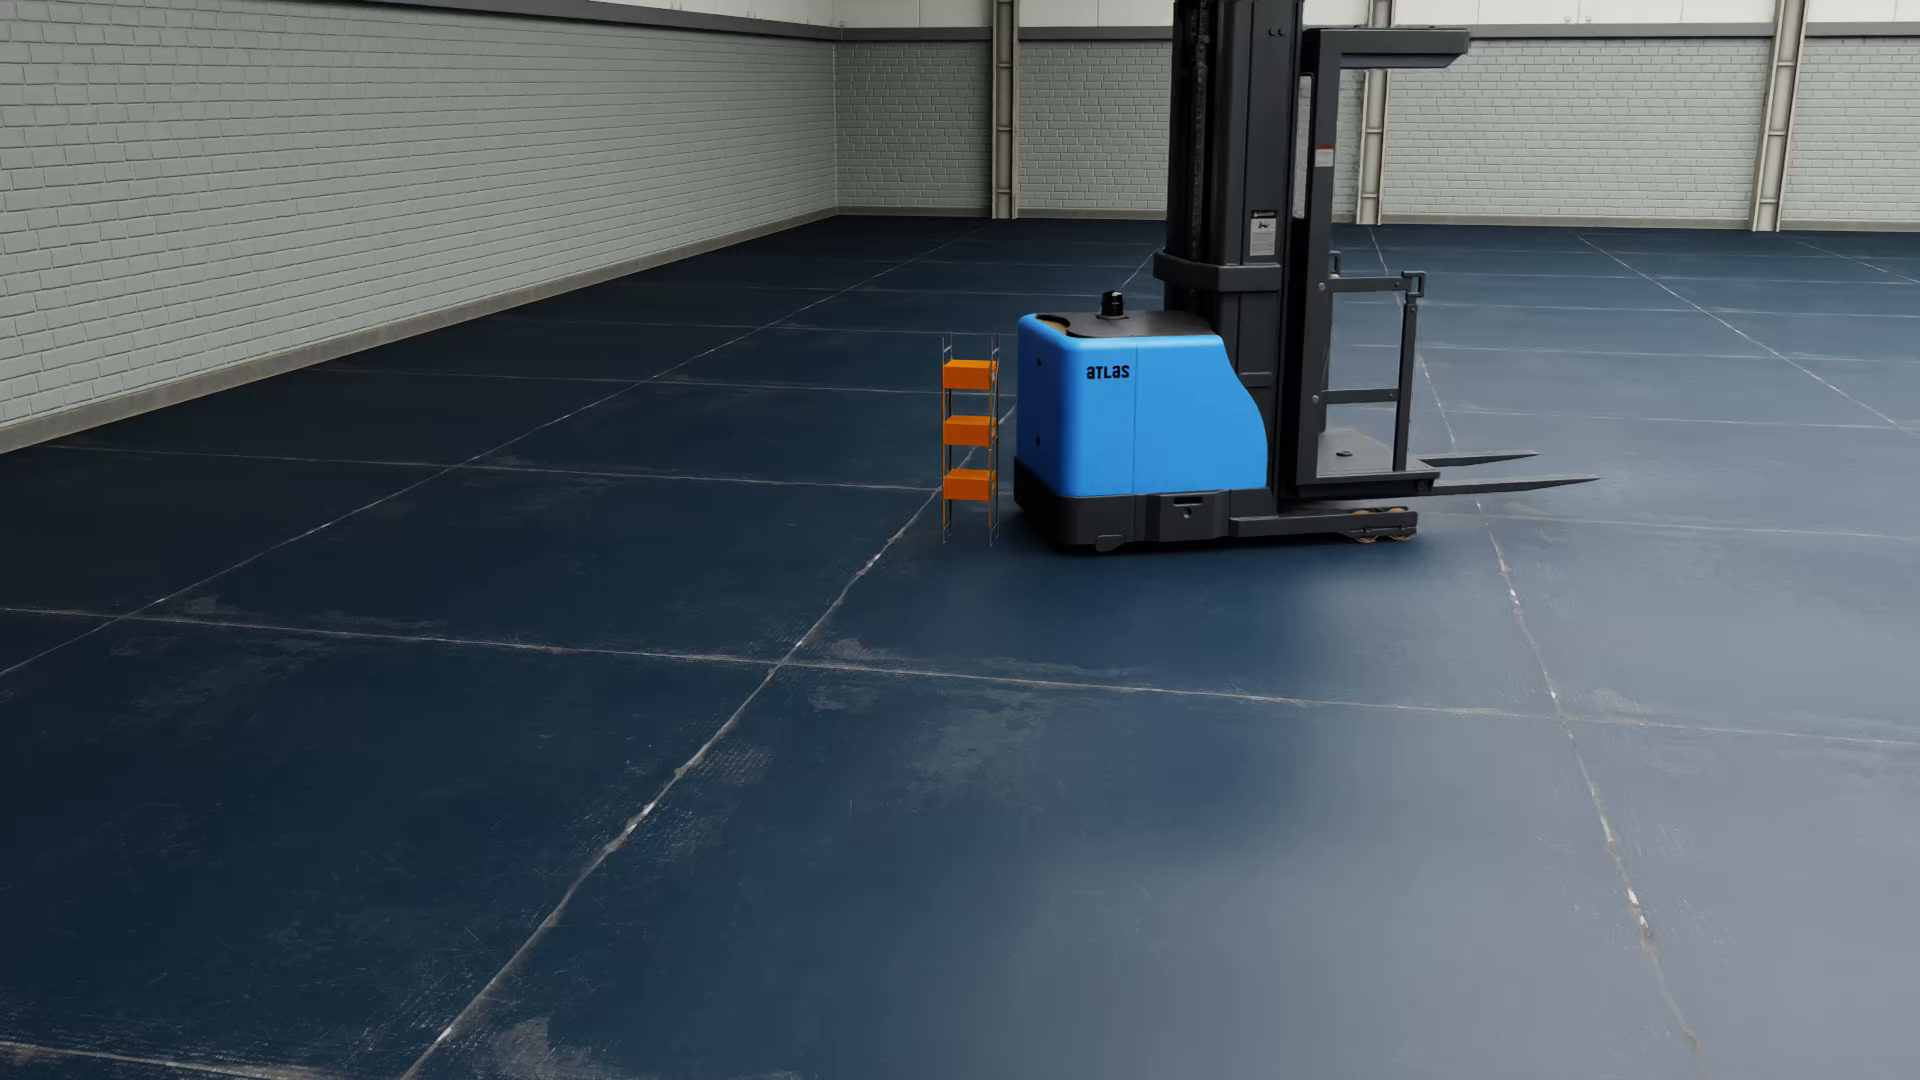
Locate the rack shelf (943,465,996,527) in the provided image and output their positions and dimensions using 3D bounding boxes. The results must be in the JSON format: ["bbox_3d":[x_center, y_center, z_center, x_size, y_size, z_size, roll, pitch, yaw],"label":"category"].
[{"bbox_3d":[0.052,-0.225,8.419,0.240,0.259,0.215,3,16,11],"label":"rack shelf"}]

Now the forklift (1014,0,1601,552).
[{"bbox_3d":[1.861,-1.532,8.532,3.031,2.935,1.130,-3,16,-11],"label":"forklift"}]

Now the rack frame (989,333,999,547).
[{"bbox_3d":[0.172,-0.497,8.318,0.008,1.050,0.200,3,16,11],"label":"rack frame"}]

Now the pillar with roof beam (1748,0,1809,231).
[{"bbox_3d":[11.662,-8.037,20.650,0.400,9.000,9.100,3,16,11],"label":"pillar with roof beam"}]

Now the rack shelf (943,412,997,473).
[{"bbox_3d":[0.052,-0.493,8.344,0.240,0.259,0.215,3,16,11],"label":"rack shelf"}]

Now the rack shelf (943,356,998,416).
[{"bbox_3d":[0.052,-0.766,8.269,0.240,0.259,0.215,3,16,11],"label":"rack shelf"}]

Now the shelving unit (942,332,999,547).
[{"bbox_3d":[0.052,-0.503,8.342,0.252,1.050,0.215,3,16,11],"label":"shelving unit"}]

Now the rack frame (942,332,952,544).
[{"bbox_3d":[-0.067,-0.510,8.365,0.008,1.050,0.200,3,16,11],"label":"rack frame"}]

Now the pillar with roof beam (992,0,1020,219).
[{"bbox_3d":[-0.097,-8.676,22.955,0.400,9.000,9.100,3,16,11],"label":"pillar with roof beam"}]

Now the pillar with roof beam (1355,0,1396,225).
[{"bbox_3d":[5.782,-8.357,21.803,0.400,9.000,9.100,3,16,11],"label":"pillar with roof beam"}]
